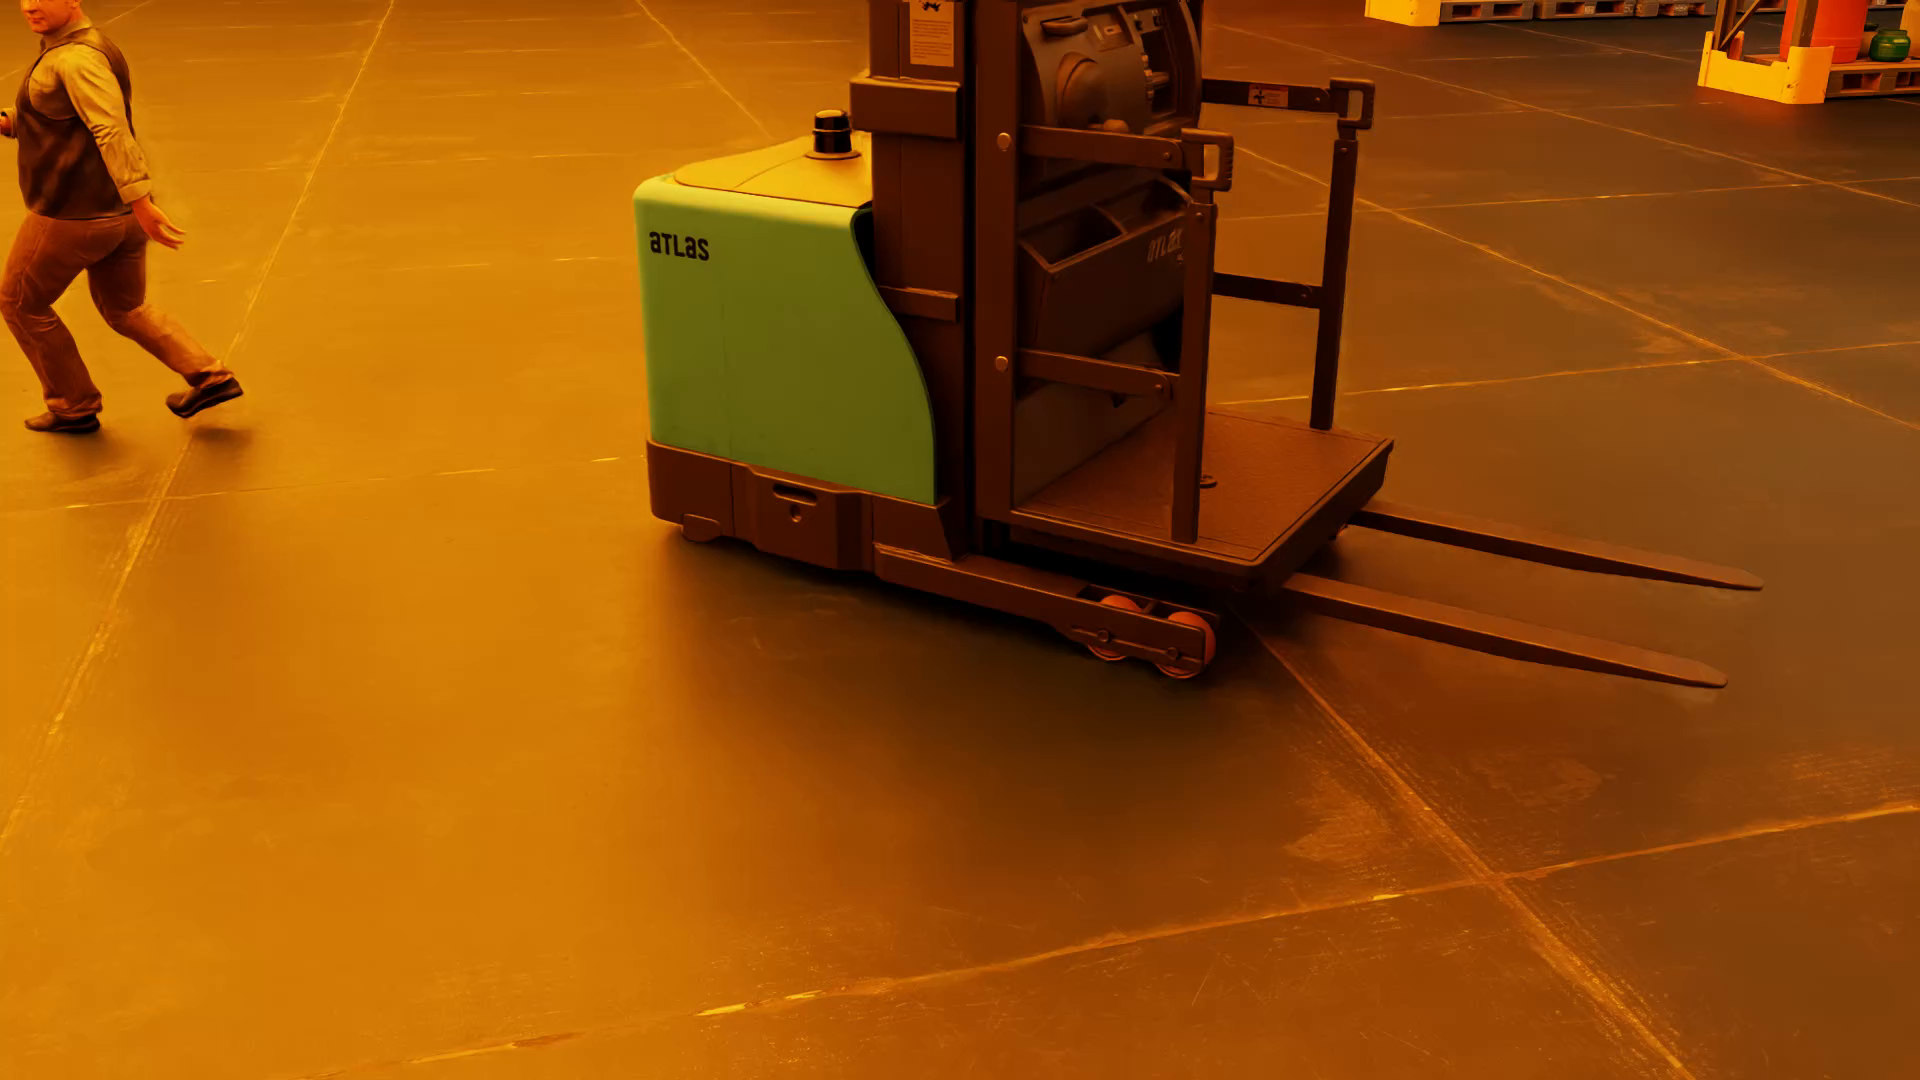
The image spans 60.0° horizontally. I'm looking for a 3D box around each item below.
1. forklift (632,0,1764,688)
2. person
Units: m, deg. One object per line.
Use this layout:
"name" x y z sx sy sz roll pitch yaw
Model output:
"forklift" 0.582 -1.234 4.209 3.031 2.935 1.130 13 26 28
"person" -2.961 -1.129 5.654 0.865 1.638 0.573 2 23 4
